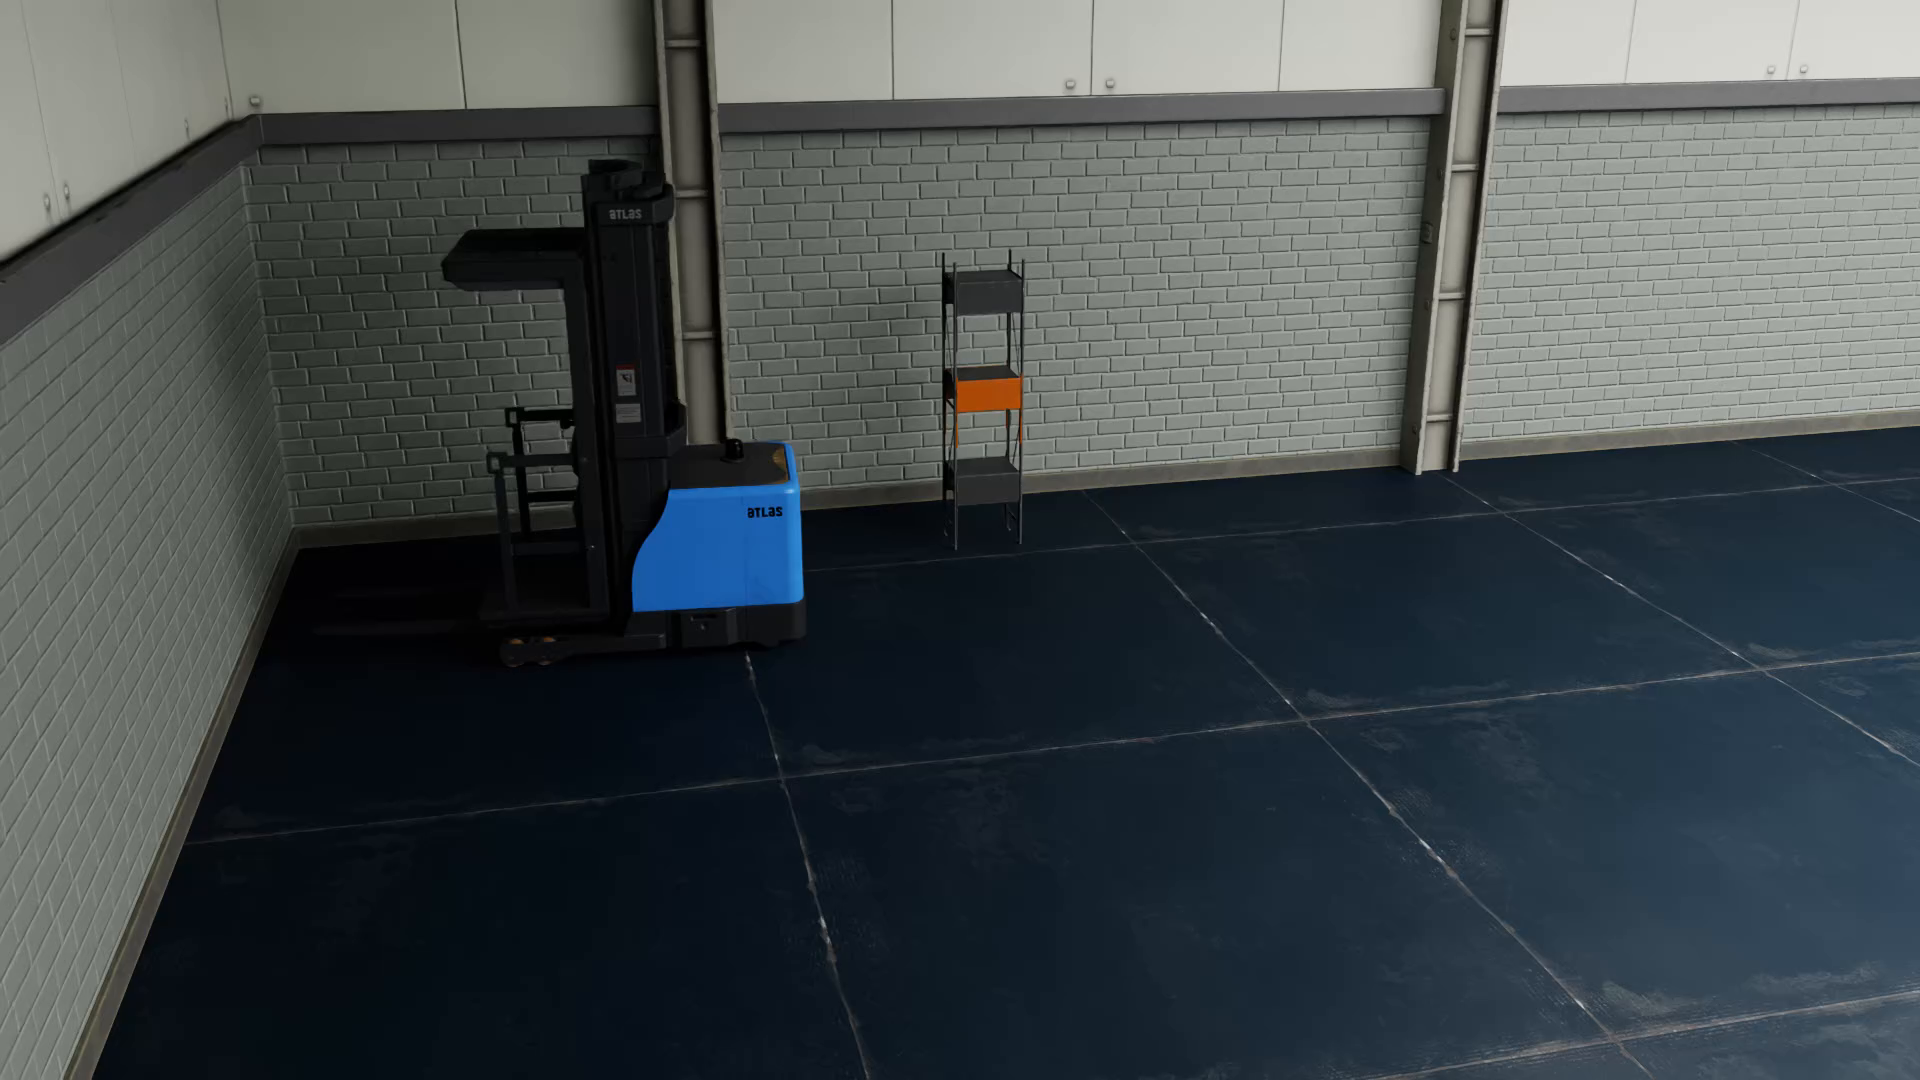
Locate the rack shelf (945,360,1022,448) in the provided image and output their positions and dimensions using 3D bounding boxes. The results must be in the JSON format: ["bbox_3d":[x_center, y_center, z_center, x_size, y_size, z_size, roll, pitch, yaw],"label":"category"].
[{"bbox_3d":[0.161,-0.986,11.994,0.480,0.518,0.431,-5,21,-12],"label":"rack shelf"}]

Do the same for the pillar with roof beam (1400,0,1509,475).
[{"bbox_3d":[4.923,-3.392,8.491,0.400,9.000,9.100,-5,21,-12],"label":"pillar with roof beam"}]

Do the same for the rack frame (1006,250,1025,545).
[{"bbox_3d":[0.399,-1.018,12.042,0.015,2.100,0.400,-5,21,-12],"label":"rack frame"}]

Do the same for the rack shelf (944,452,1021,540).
[{"bbox_3d":[0.161,-0.329,12.235,0.480,0.518,0.431,-5,21,-12],"label":"rack shelf"}]

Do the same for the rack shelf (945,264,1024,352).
[{"bbox_3d":[0.161,-1.644,11.753,0.480,0.518,0.431,-5,21,-12],"label":"rack shelf"}]

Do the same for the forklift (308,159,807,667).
[{"bbox_3d":[-2.528,-0.794,10.220,3.031,2.935,1.130,-3,20,-8],"label":"forklift"}]

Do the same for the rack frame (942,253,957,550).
[{"bbox_3d":[-0.076,-0.980,11.936,0.015,2.100,0.400,-5,21,-12],"label":"rack frame"}]

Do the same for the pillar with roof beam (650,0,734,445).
[{"bbox_3d":[-0.916,-2.917,7.195,0.400,9.000,9.100,-5,21,-12],"label":"pillar with roof beam"}]

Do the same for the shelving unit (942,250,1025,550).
[{"bbox_3d":[0.161,-0.999,11.989,0.503,2.100,0.431,-5,21,-12],"label":"shelving unit"}]
